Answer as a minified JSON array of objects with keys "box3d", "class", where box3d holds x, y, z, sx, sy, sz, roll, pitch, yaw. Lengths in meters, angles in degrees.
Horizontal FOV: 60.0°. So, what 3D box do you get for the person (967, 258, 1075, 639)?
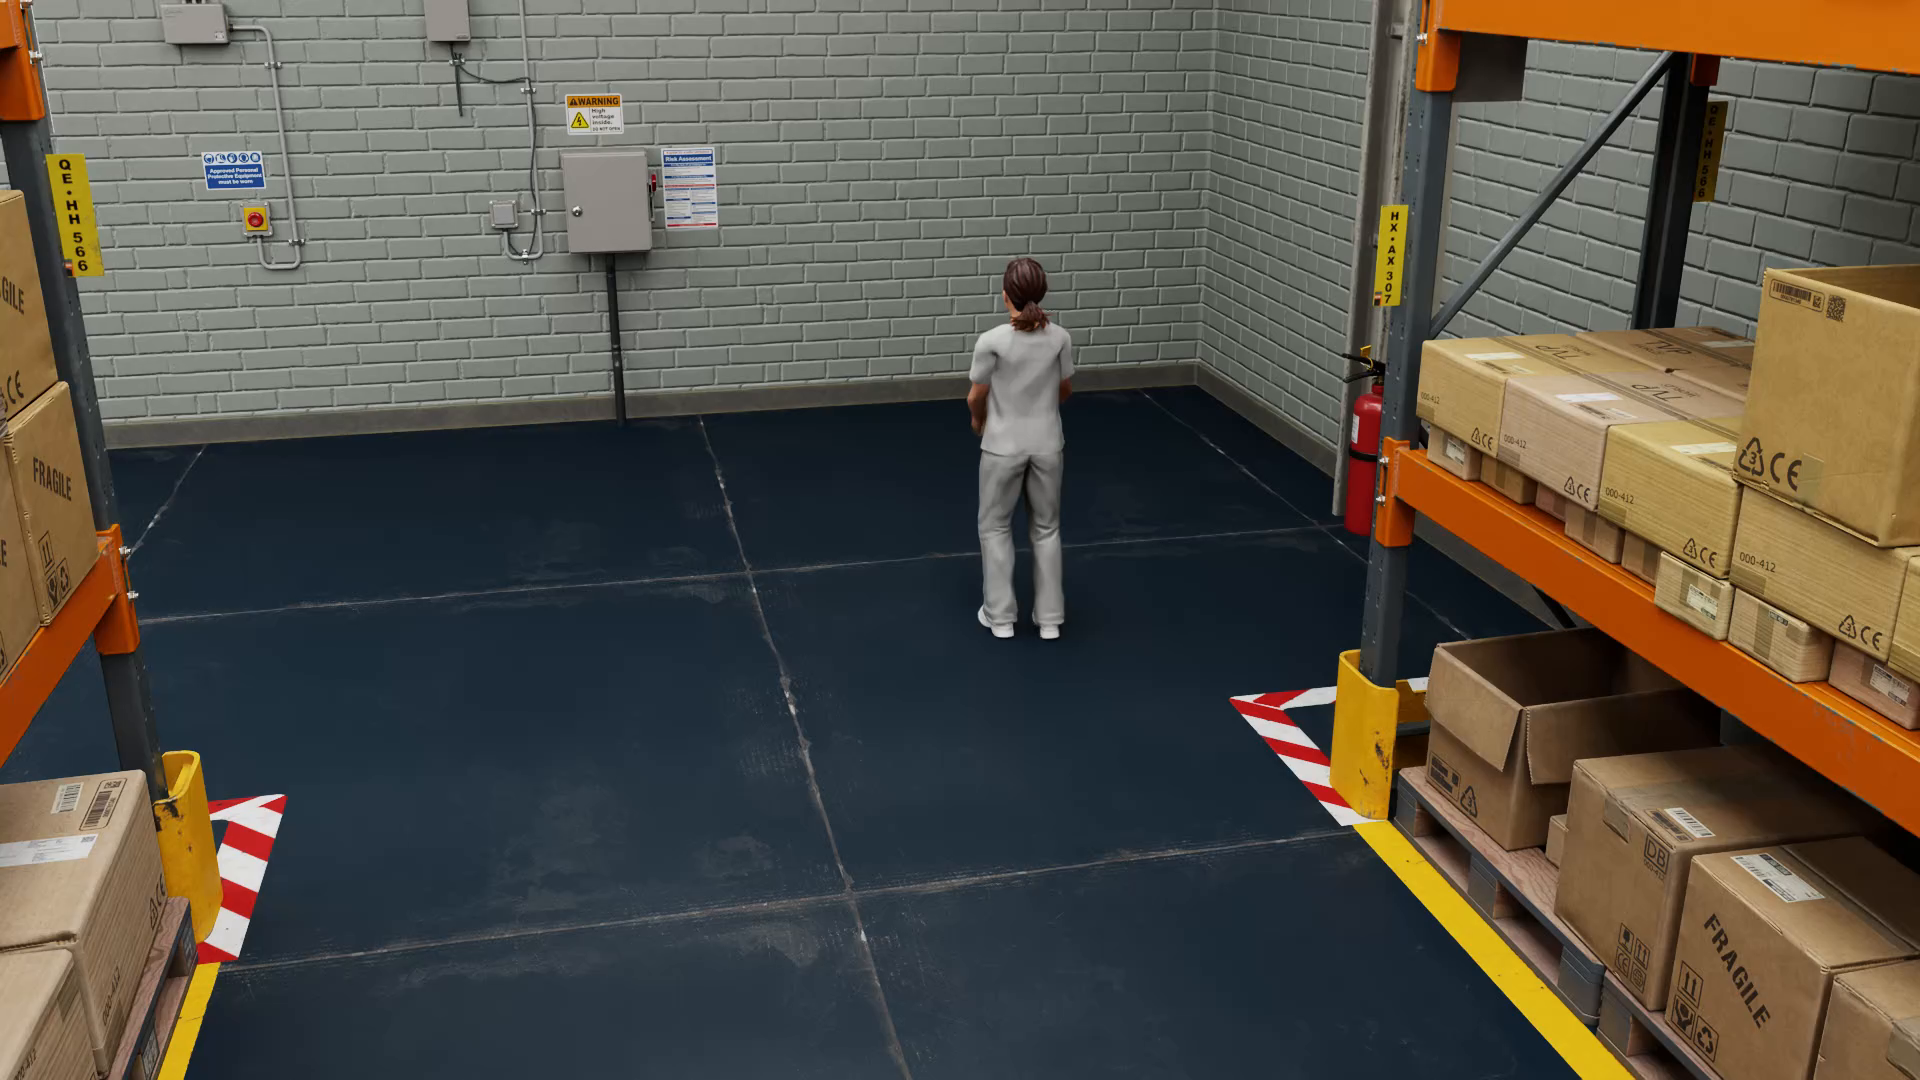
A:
[{"box3d":[0.246,-0.392,7.167,0.460,1.674,0.515,-5,20,-13],"class":"person"}]
